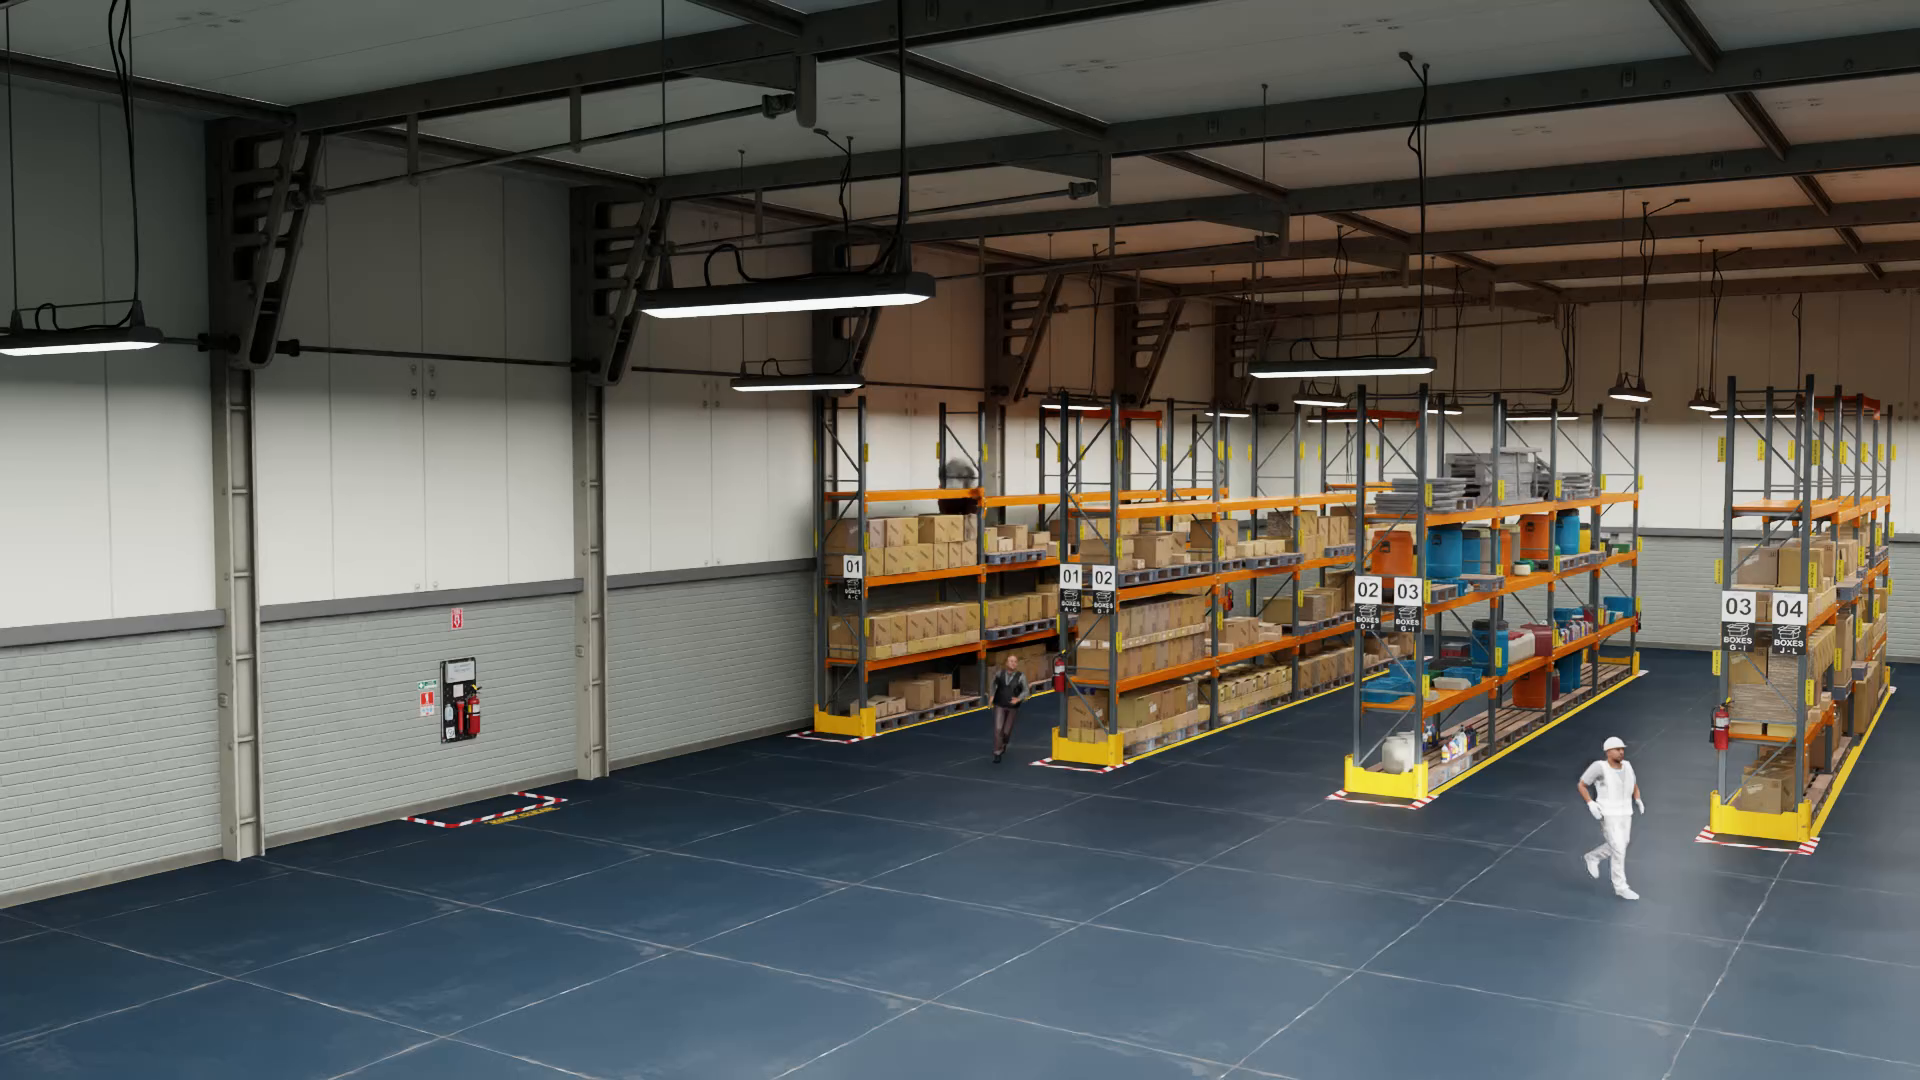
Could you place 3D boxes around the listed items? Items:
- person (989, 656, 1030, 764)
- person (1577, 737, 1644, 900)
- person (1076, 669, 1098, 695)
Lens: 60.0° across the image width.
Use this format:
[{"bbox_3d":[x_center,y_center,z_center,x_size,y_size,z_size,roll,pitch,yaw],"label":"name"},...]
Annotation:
[{"bbox_3d":[0.799,2.739,27.109,0.681,1.711,0.793,0,3,6],"label":"person"},{"bbox_3d":[7.405,3.116,18.920,0.707,1.770,0.918,-1,3,-21],"label":"person"},{"bbox_3d":[2.422,2.582,31.396,0.572,1.522,0.712,1,3,20],"label":"person"}]
